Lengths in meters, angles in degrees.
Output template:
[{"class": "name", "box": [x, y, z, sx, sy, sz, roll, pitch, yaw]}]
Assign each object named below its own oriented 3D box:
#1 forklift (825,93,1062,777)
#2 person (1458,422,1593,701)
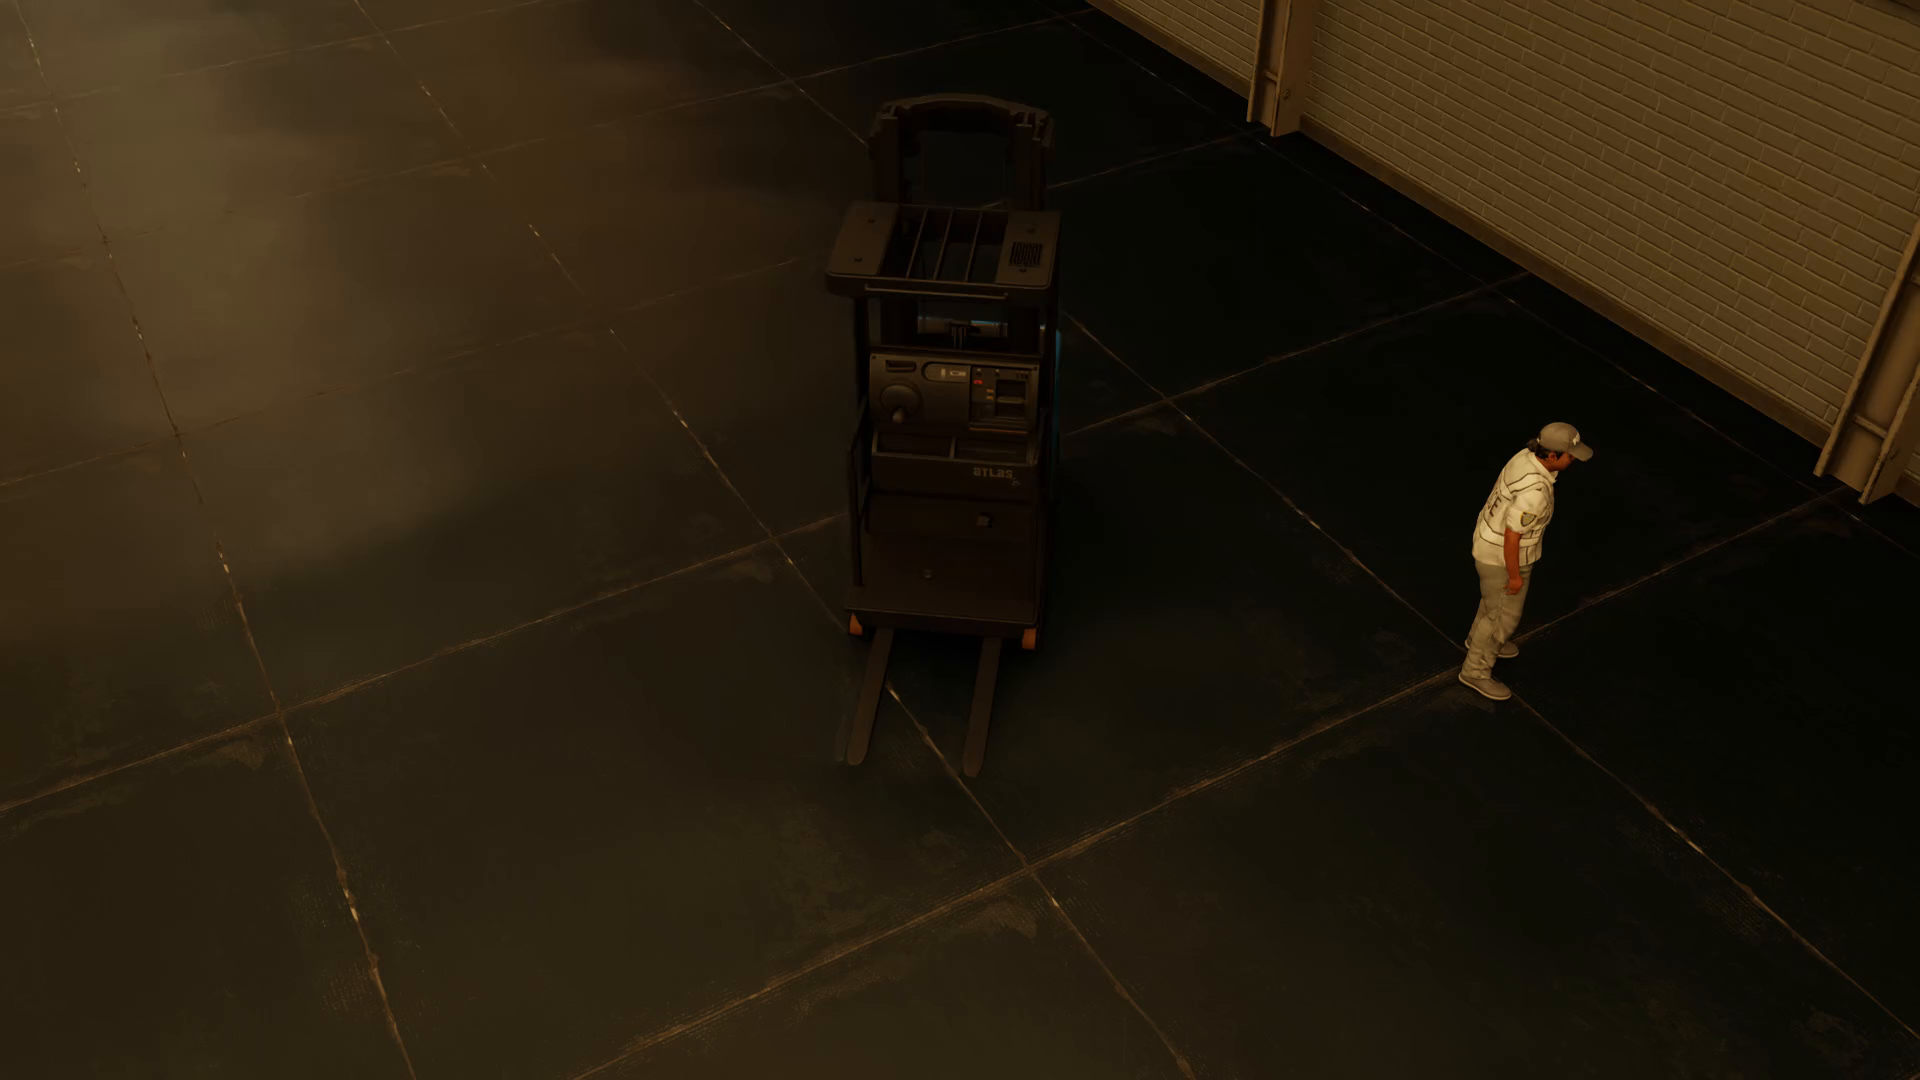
[{"class": "forklift", "box": [-0.058, -0.731, 8.917, 1.130, 2.935, 3.031, 5, 40, 5]}, {"class": "person", "box": [2.991, 0.072, 8.943, 0.467, 1.665, 0.557, 12, 41, 14]}]
